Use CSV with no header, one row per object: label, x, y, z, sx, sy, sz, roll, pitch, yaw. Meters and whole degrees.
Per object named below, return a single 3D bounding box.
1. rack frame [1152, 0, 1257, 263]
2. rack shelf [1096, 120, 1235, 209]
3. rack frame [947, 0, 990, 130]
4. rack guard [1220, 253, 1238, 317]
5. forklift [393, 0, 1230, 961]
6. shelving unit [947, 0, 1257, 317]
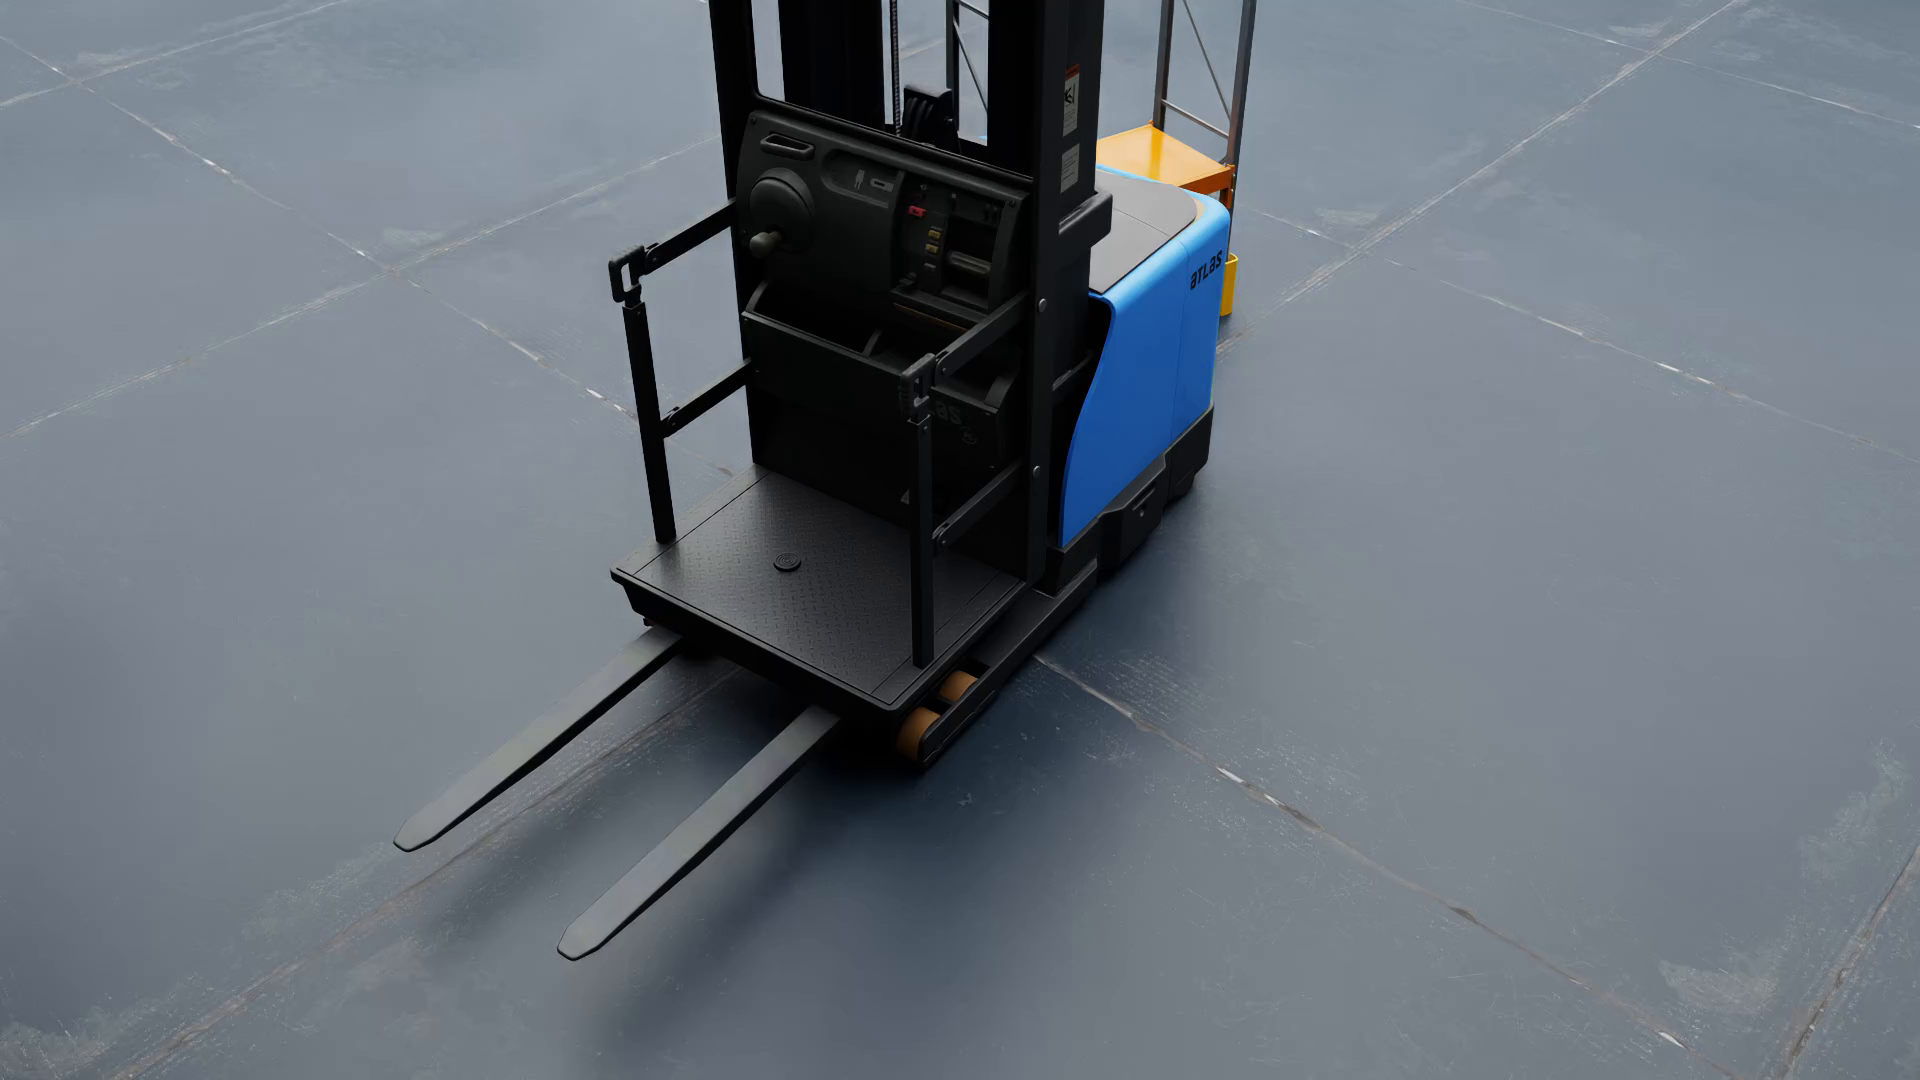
rack frame,0.946,-1.677,6.653,0.032,1.500,0.500,-23,44,-26
rack shelf,0.525,-1.359,6.543,1.000,0.185,0.538,-23,44,-26
rack frame,0.103,-1.323,6.209,0.032,1.500,0.500,-23,44,-26
rack guard,0.945,-1.187,7.042,0.087,0.250,0.587,-23,44,-26
forklift,-0.358,-0.828,4.437,1.130,2.935,3.031,23,44,27
shelving unit,0.532,-1.503,6.435,1.083,1.500,0.587,-23,44,-26
